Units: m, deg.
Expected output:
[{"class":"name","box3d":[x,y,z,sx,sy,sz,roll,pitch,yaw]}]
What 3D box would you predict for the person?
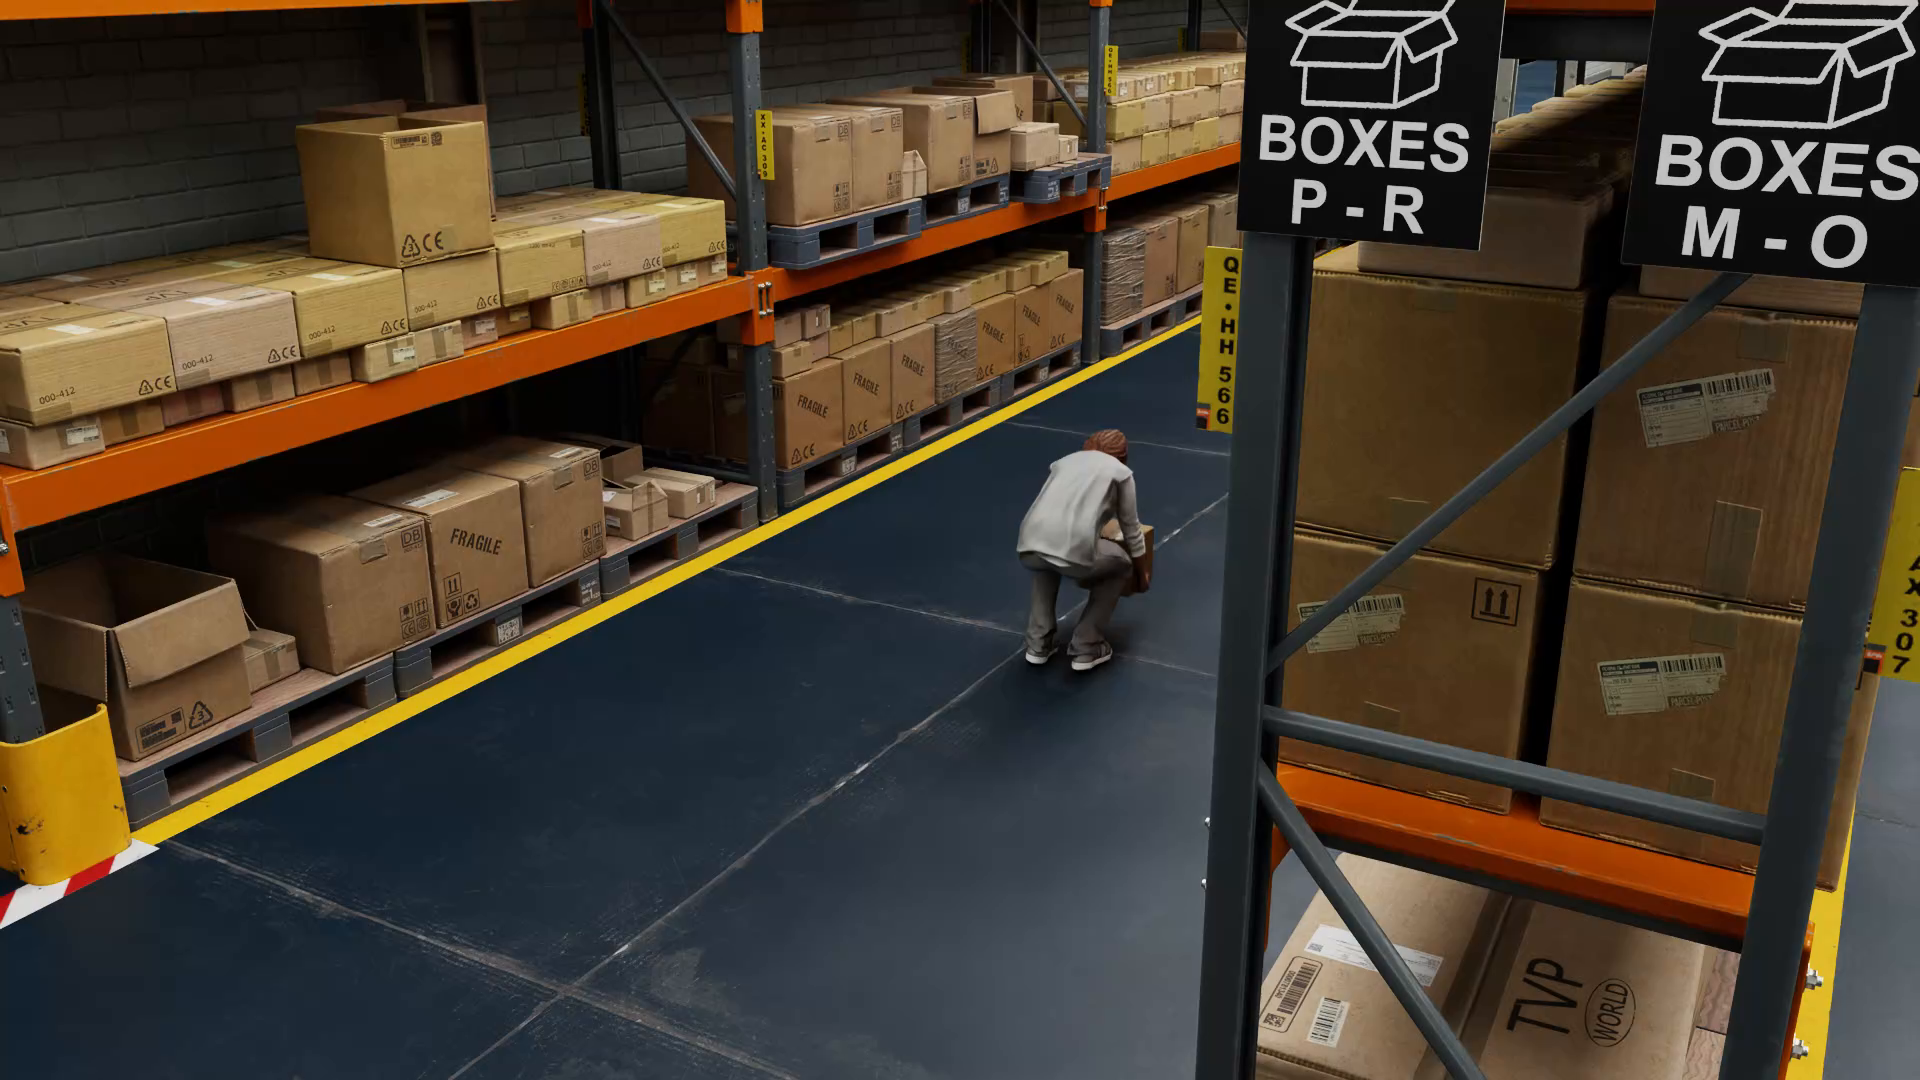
[{"class":"person","box3d":[0.506,0.073,6.982,0.427,0.859,0.838,10,22,26]}]
